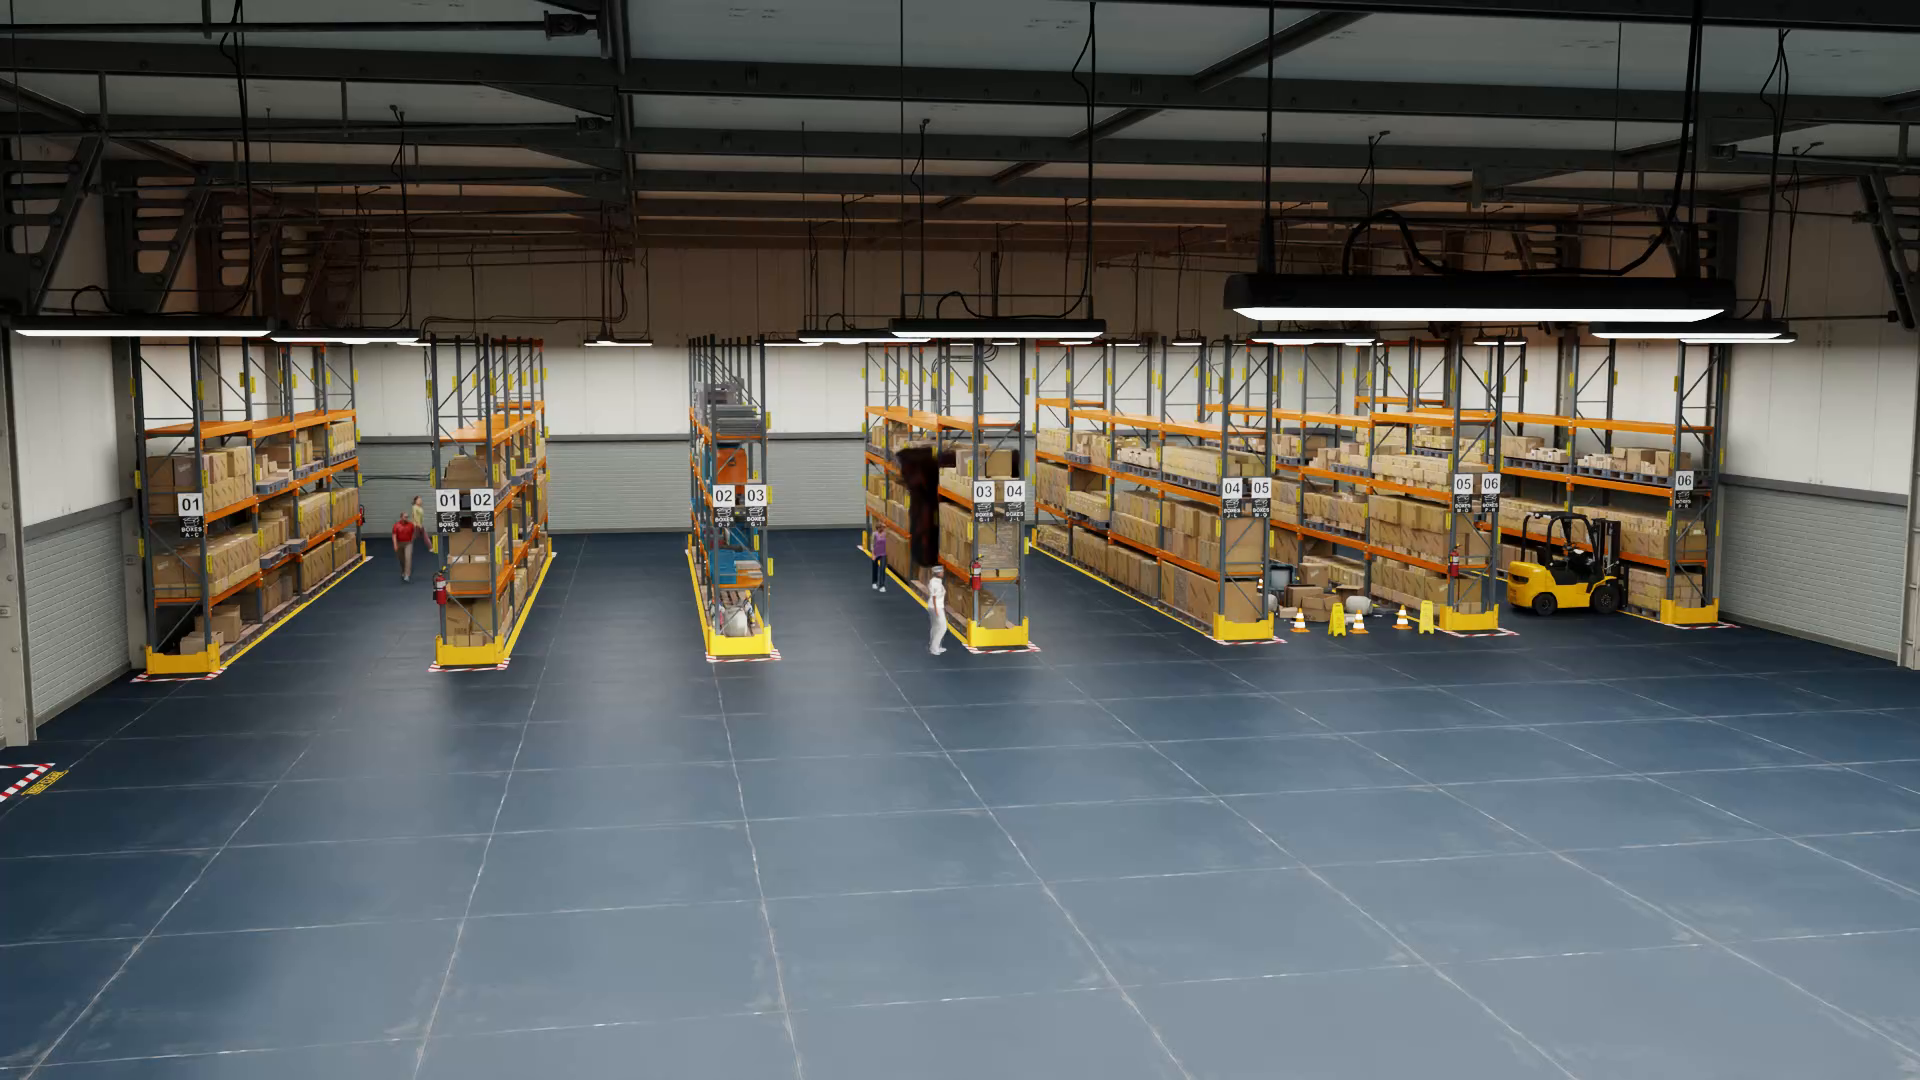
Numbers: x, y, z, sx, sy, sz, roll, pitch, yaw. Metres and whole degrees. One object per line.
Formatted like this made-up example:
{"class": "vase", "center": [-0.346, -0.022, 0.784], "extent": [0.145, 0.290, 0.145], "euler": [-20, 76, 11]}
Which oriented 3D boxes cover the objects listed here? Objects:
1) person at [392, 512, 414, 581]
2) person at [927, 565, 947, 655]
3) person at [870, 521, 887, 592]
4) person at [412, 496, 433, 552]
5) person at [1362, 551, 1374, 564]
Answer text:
{"class": "person", "center": [-13.838, 0.148, 41.322], "extent": [0.485, 1.682, 0.991], "euler": [-1, 7, -6]}
{"class": "person", "center": [-0.438, 1.318, 31.460], "extent": [0.365, 1.698, 0.515], "euler": [-1, 7, -4]}
{"class": "person", "center": [-1.844, 0.352, 37.513], "extent": [0.400, 1.566, 0.792], "euler": [-1, 7, -11]}
{"class": "person", "center": [-15.132, -0.436, 46.588], "extent": [1.036, 1.602, 0.541], "euler": [-1, 7, -9]}
{"class": "person", "center": [10.858, -0.235, 44.445], "extent": [0.459, 1.772, 0.591], "euler": [1, 7, 5]}
